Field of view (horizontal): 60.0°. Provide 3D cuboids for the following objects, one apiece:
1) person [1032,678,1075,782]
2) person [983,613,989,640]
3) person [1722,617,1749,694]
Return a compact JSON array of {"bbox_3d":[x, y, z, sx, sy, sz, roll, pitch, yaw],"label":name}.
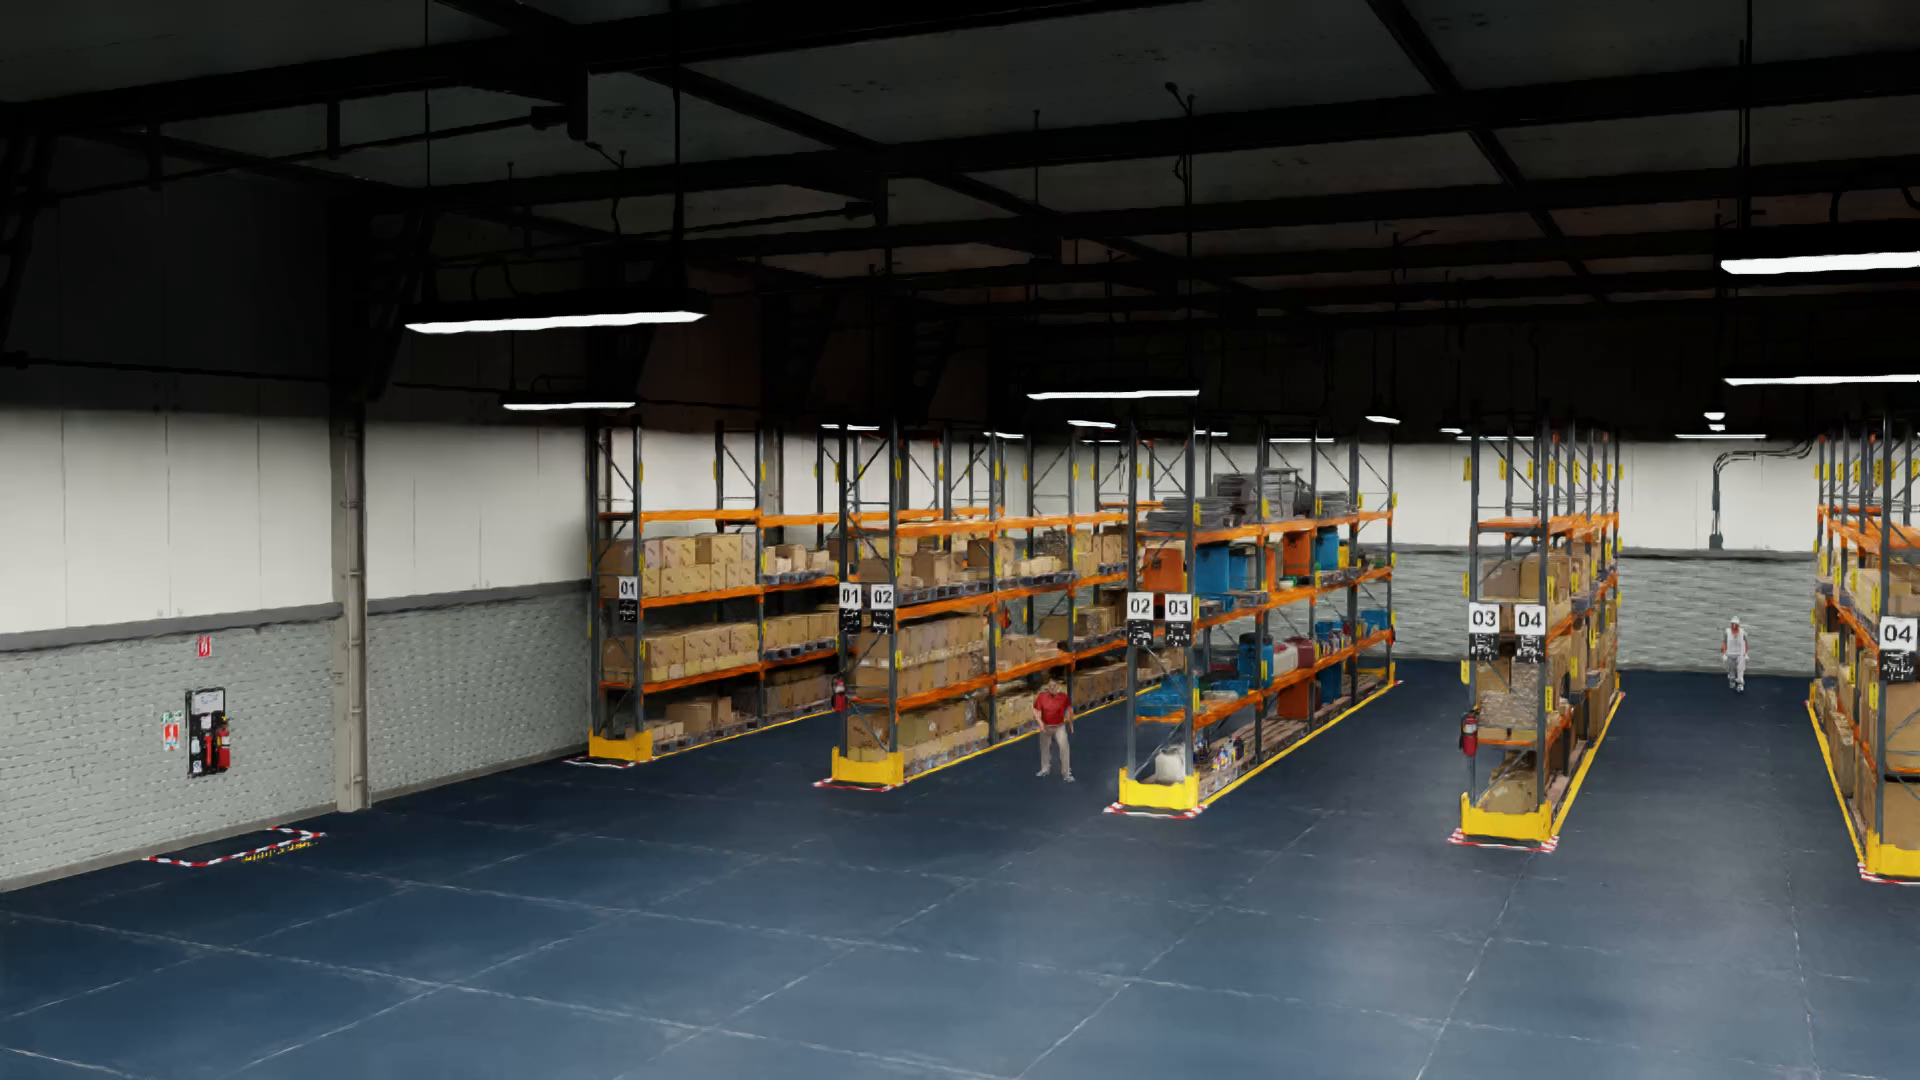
[{"bbox_3d":[1.533,3.055,26.952,0.706,1.662,0.843,0,2,7],"label":"person"},{"bbox_3d":[0.611,2.546,39.830,0.451,1.585,1.097,1,3,23],"label":"person"},{"bbox_3d":[17.542,2.585,37.641,0.553,1.709,1.123,1,3,27],"label":"person"}]
